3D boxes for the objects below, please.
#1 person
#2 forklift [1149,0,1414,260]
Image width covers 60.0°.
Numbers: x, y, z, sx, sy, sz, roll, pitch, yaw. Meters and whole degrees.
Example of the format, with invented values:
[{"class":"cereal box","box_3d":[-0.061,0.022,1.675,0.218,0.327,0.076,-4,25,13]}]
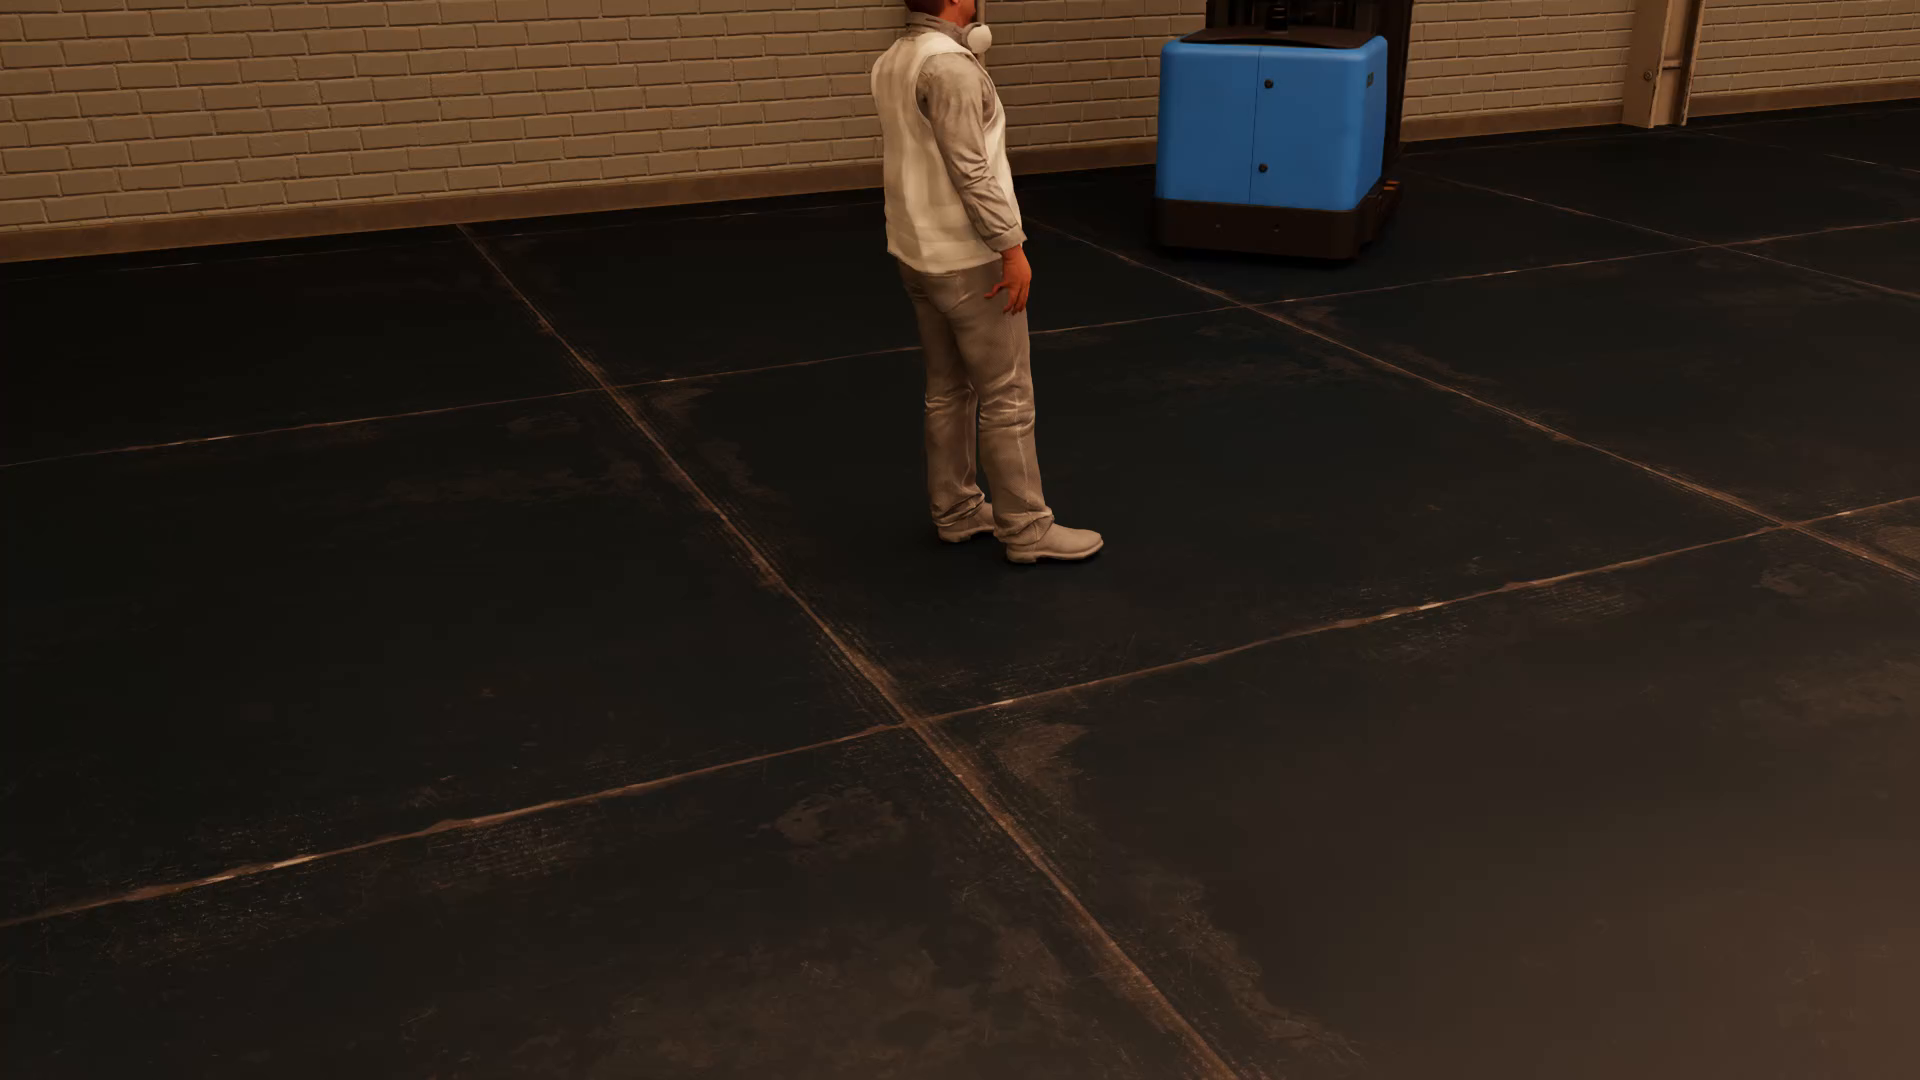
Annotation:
[{"class":"person","box_3d":[0.060,-0.834,4.782,0.566,1.775,0.633,-10,25,-23]},{"class":"forklift","box_3d":[1.981,-3.287,9.199,1.130,2.935,3.031,8,24,19]}]
